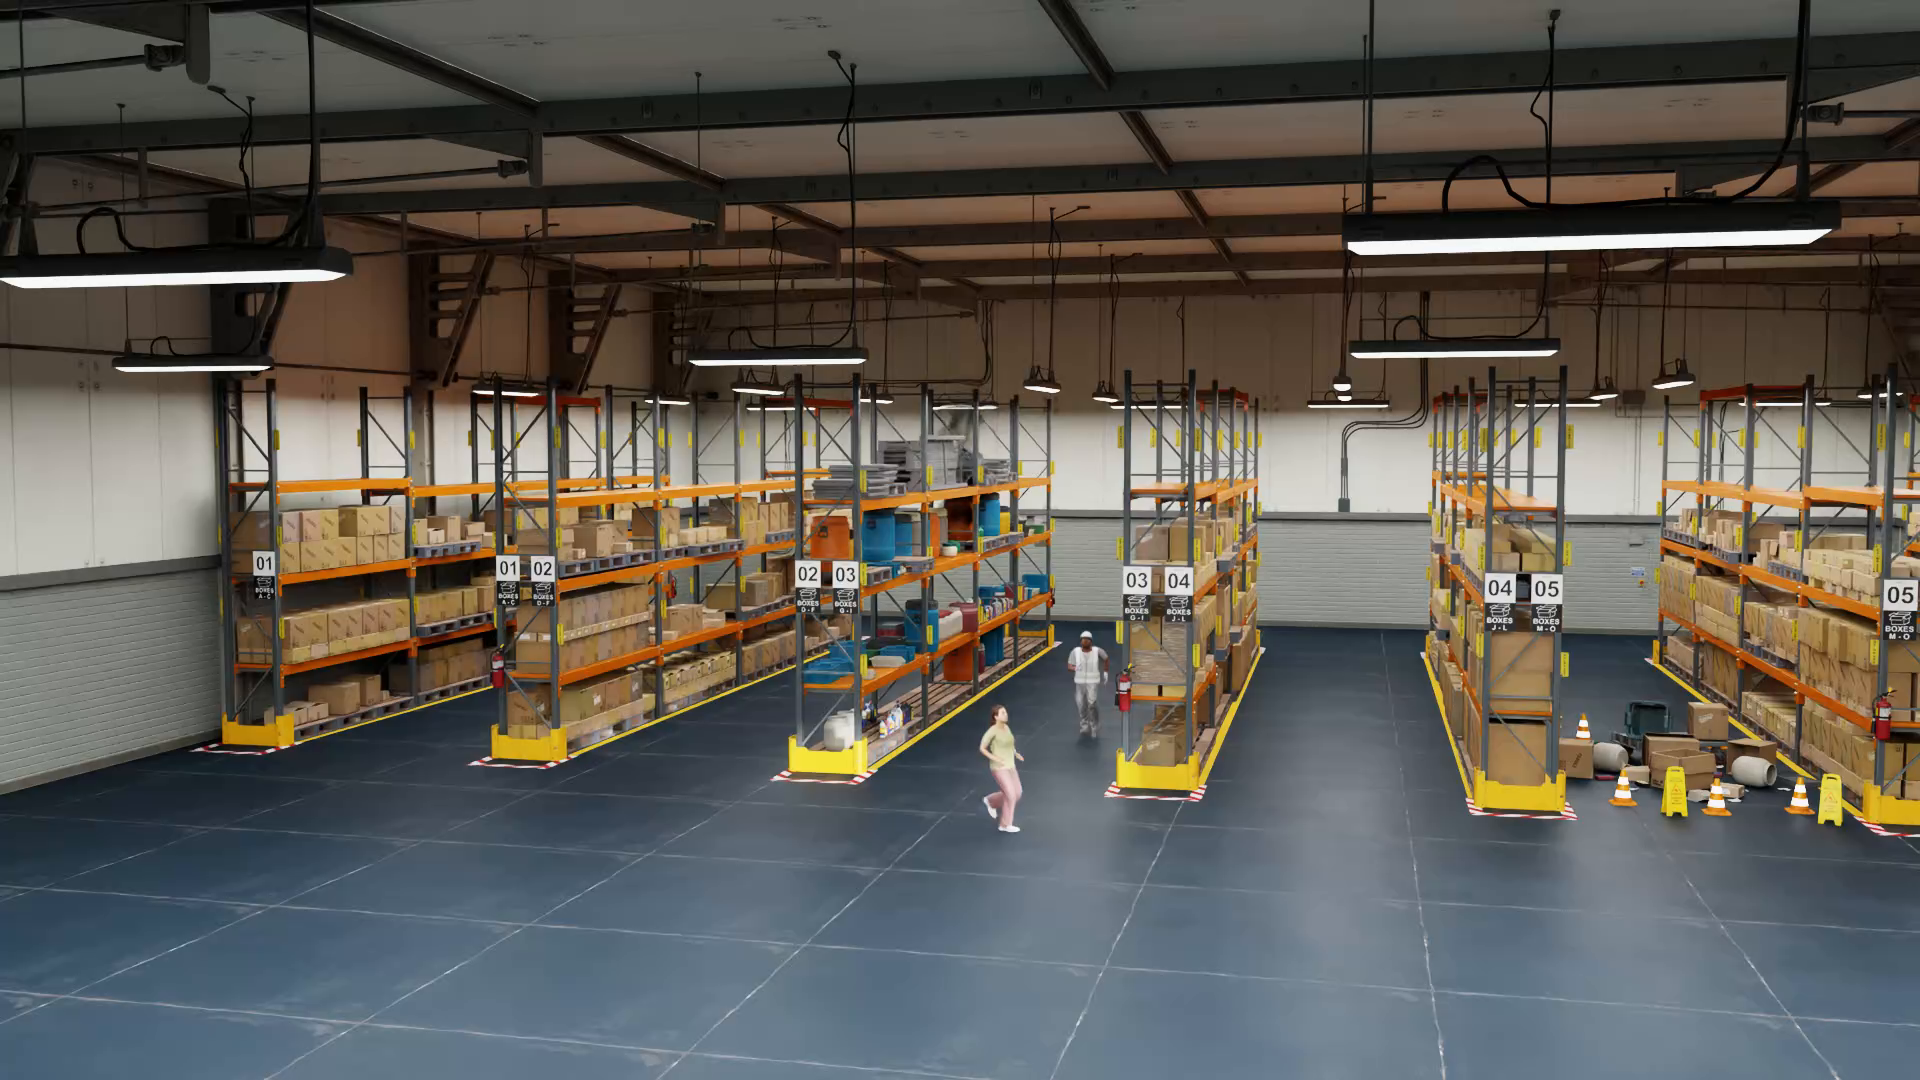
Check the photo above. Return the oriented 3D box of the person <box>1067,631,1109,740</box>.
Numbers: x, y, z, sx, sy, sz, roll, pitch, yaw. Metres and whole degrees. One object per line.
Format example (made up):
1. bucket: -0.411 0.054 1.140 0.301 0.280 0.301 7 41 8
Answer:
1. person: 2.136 2.443 27.921 0.667 1.824 0.731 1 4 14

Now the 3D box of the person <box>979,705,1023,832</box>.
1. person: 0.498 2.914 21.318 0.632 1.614 0.618 3 5 41

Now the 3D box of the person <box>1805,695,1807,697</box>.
1. person: 16.501 2.205 32.229 0.655 1.722 0.604 0 3 8
